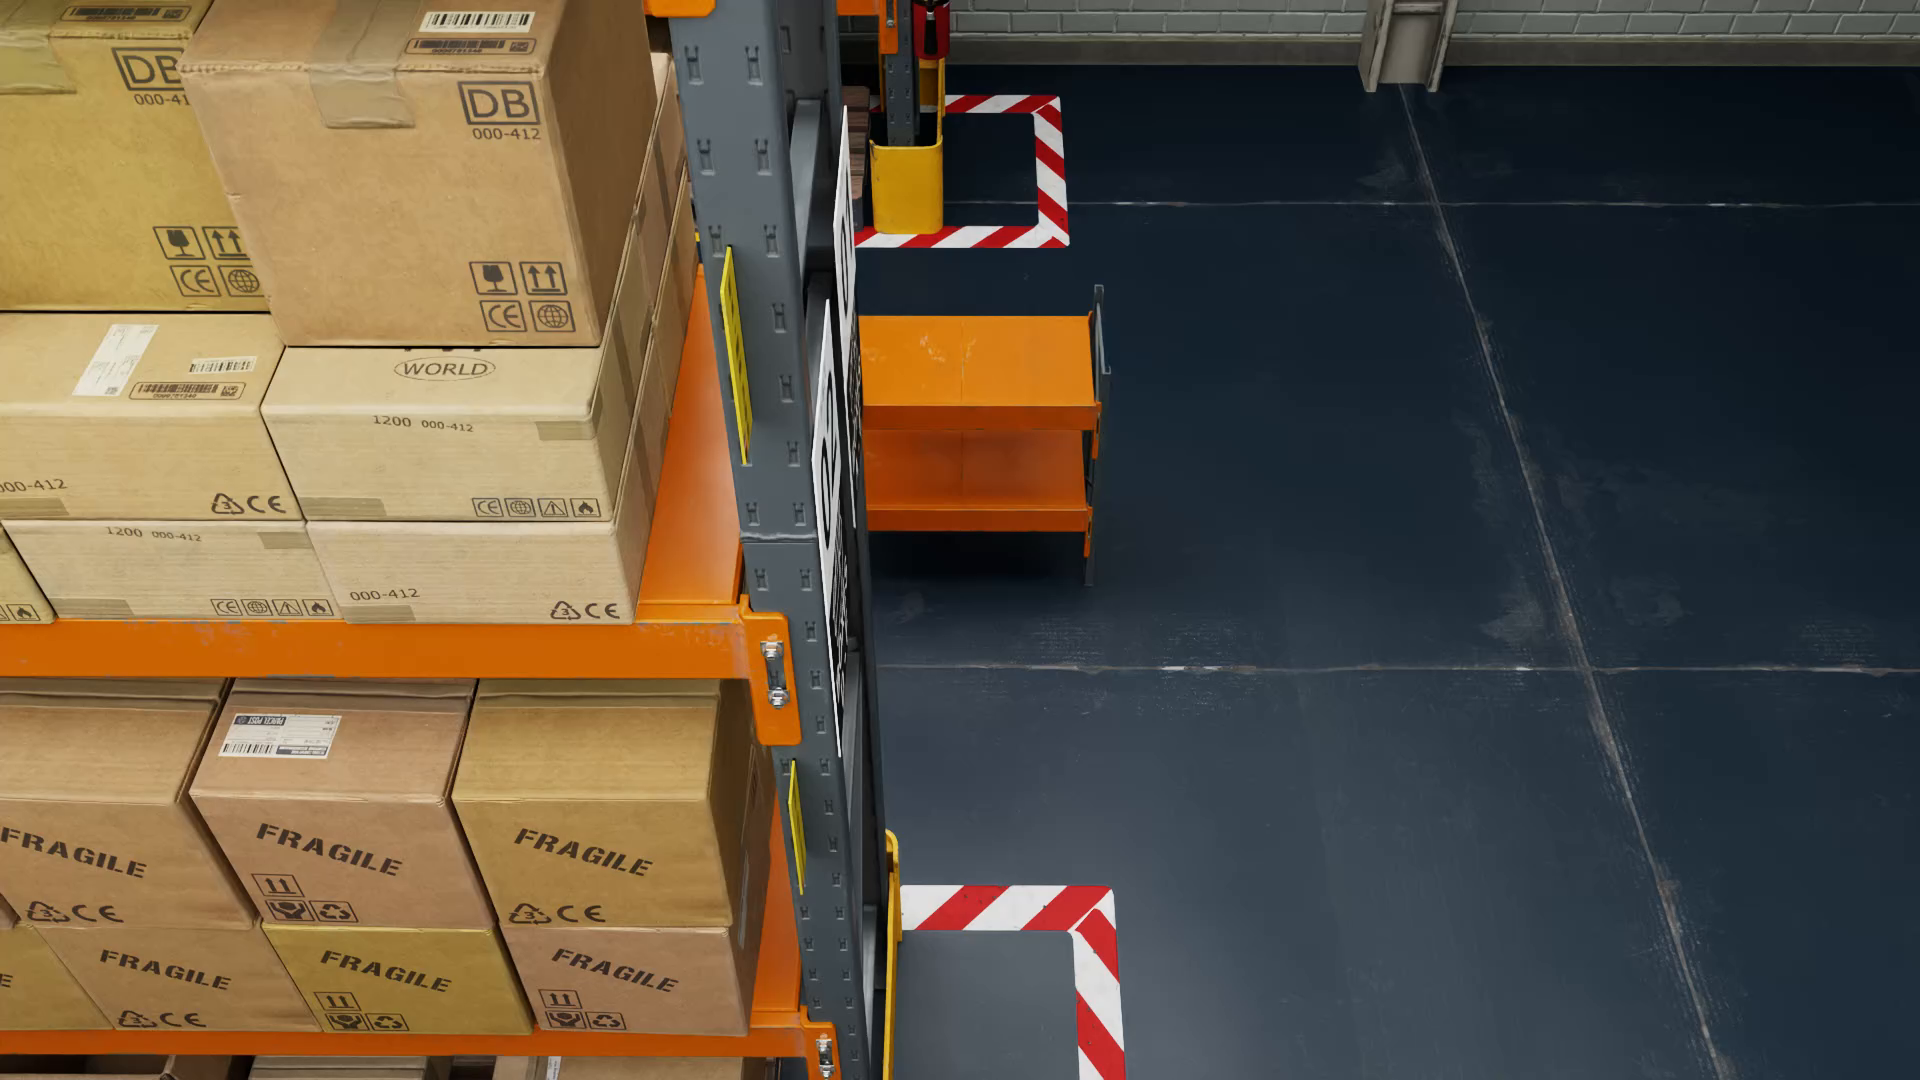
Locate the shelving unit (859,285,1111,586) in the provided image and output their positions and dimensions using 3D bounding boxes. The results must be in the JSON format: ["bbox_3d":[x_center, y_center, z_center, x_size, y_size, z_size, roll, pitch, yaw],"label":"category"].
[{"bbox_3d":[0.007,-0.383,6.419,1.048,1.125,0.538,0,47,0],"label":"shelving unit"}]

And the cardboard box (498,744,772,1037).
[{"bbox_3d":[-0.744,0.825,3.945,0.500,0.500,0.500,1,47,1],"label":"cardboard box"}]

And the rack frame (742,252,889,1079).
[{"bbox_3d":[-0.295,0.661,4.166,0.127,3.000,1.000,0,47,0],"label":"rack frame"}]

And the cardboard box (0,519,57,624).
[{"bbox_3d":[-1.809,-0.119,2.946,0.500,0.250,0.500,0,47,0],"label":"cardboard box"}]

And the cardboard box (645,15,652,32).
[{"bbox_3d":[-1.611,-2.554,8.136,0.250,0.149,0.380,1,47,0],"label":"cardboard box"}]

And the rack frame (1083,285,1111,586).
[{"bbox_3d":[0.515,-0.382,6.418,0.032,1.125,0.500,0,47,0],"label":"rack frame"}]

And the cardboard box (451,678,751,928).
[{"bbox_3d":[-0.741,0.486,3.577,0.500,0.500,0.500,0,47,0],"label":"cardboard box"}]

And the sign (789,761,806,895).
[{"bbox_3d":[-0.317,0.565,3.249,0.005,0.325,0.100,0,47,0],"label":"sign"}]

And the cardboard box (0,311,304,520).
[{"bbox_3d":[-1.309,-0.296,2.769,0.500,0.250,0.500,0,47,0],"label":"cardboard box"}]

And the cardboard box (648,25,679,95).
[{"bbox_3d":[-1.365,-2.273,7.875,0.250,0.149,0.380,1,47,1],"label":"cardboard box"}]

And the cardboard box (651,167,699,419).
[{"bbox_3d":[-0.807,-0.497,3.298,0.500,0.250,0.500,0,47,0],"label":"cardboard box"}]

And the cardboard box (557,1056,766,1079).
[{"bbox_3d":[-0.839,1.542,4.754,0.500,0.500,0.500,0,47,0],"label":"cardboard box"}]

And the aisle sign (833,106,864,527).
[{"bbox_3d":[-0.225,-0.439,3.415,0.004,0.787,0.394,0,47,0],"label":"aisle sign"}]

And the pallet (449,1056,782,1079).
[{"bbox_3d":[-1.168,1.610,5.189,1.213,0.211,1.003,0,47,0],"label":"pallet"}]

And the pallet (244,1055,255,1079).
[{"bbox_3d":[-2.385,1.604,5.194,1.213,0.211,1.003,0,47,0],"label":"pallet"}]

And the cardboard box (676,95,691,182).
[{"bbox_3d":[-1.481,-2.186,8.237,0.500,0.500,0.700,0,47,0],"label":"cardboard box"}]

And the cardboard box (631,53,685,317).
[{"bbox_3d":[-0.807,-0.672,3.119,0.500,0.250,0.500,0,47,0],"label":"cardboard box"}]

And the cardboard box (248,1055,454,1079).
[{"bbox_3d":[-1.789,1.602,4.868,0.500,0.250,0.500,0,47,0],"label":"cardboard box"}]

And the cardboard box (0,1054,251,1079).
[{"bbox_3d":[-2.416,1.352,4.928,0.637,0.503,0.797,0,47,0],"label":"cardboard box"}]

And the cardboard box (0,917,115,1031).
[{"bbox_3d":[-2.265,0.819,3.951,0.500,0.500,0.500,0,47,0],"label":"cardboard box"}]

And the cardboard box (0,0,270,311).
[{"bbox_3d":[-1.308,-0.788,2.715,0.500,0.500,0.700,0,47,0],"label":"cardboard box"}]

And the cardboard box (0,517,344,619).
[{"bbox_3d":[-1.309,-0.128,2.954,0.500,0.250,0.500,0,47,0],"label":"cardboard box"}]

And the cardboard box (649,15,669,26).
[{"bbox_3d":[-1.361,-2.553,8.135,0.250,0.149,0.380,0,47,0],"label":"cardboard box"}]

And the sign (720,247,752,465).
[{"bbox_3d":[-0.317,-0.256,2.366,0.005,0.325,0.100,0,47,0],"label":"sign"}]

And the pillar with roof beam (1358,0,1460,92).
[{"bbox_3d":[2.407,-2.484,2.995,0.400,9.000,9.100,0,47,0],"label":"pillar with roof beam"}]

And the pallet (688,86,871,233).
[{"bbox_3d":[-1.080,-1.960,8.511,1.213,0.211,1.003,0,47,0],"label":"pallet"}]

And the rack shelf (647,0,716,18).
[{"bbox_3d":[-2.295,-1.142,2.240,4.000,0.370,1.077,0,47,0],"label":"rack shelf"}]

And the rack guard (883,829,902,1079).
[{"bbox_3d":[-0.371,1.513,5.081,0.348,0.500,1.175,0,47,0],"label":"rack guard"}]

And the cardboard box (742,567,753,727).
[{"bbox_3d":[-0.737,0.092,3.944,0.500,0.500,0.500,1,47,1],"label":"cardboard box"}]

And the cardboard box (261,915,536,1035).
[{"bbox_3d":[-1.262,0.826,3.944,0.500,0.500,0.500,1,47,0],"label":"cardboard box"}]

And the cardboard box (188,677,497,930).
[{"bbox_3d":[-1.246,0.486,3.578,0.500,0.500,0.500,1,47,1],"label":"cardboard box"}]

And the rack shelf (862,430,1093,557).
[{"bbox_3d":[0.007,-0.217,6.598,1.000,0.278,0.538,0,47,0],"label":"rack shelf"}]

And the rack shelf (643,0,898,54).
[{"bbox_3d":[-2.280,-2.725,7.810,4.000,0.370,1.077,0,47,0],"label":"rack shelf"}]

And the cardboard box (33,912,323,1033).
[{"bbox_3d":[-1.761,0.821,3.949,0.500,0.500,0.500,0,47,0],"label":"cardboard box"}]

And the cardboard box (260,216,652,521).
[{"bbox_3d":[-0.809,-0.295,2.768,0.500,0.250,0.500,0,47,0],"label":"cardboard box"}]

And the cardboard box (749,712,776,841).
[{"bbox_3d":[-0.737,0.433,4.310,0.500,0.500,0.500,1,47,1],"label":"cardboard box"}]

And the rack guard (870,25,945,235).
[{"bbox_3d":[-0.256,-2.113,8.456,0.348,0.500,1.175,0,47,0],"label":"rack guard"}]

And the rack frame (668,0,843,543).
[{"bbox_3d":[-0.295,-1.383,1.970,0.127,3.000,1.000,0,47,0],"label":"rack frame"}]

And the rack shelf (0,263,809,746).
[{"bbox_3d":[-2.295,-0.121,3.337,4.000,0.370,1.077,0,47,0],"label":"rack shelf"}]

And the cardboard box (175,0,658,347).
[{"bbox_3d":[-0.808,-0.725,2.656,0.500,0.500,0.700,0,47,0],"label":"cardboard box"}]

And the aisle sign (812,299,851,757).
[{"bbox_3d":[-0.228,0.000,3.006,0.004,0.787,0.394,0,47,0],"label":"aisle sign"}]

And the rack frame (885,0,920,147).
[{"bbox_3d":[-0.280,-2.965,7.541,0.127,3.000,1.000,0,47,0],"label":"rack frame"}]

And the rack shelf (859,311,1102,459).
[{"bbox_3d":[0.007,-0.583,6.205,1.000,0.278,0.538,0,47,0],"label":"rack shelf"}]

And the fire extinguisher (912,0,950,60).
[{"bbox_3d":[-0.131,-2.473,7.391,0.183,0.674,0.296,0,47,0],"label":"fire extinguisher"}]

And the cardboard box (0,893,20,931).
[{"bbox_3d":[-2.278,0.486,3.578,0.500,0.500,0.500,1,47,1],"label":"cardboard box"}]

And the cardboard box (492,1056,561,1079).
[{"bbox_3d":[-1.244,1.588,4.938,0.250,0.166,0.380,0,47,0],"label":"cardboard box"}]

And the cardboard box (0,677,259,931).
[{"bbox_3d":[-1.764,0.488,3.576,0.500,0.500,0.500,1,47,1],"label":"cardboard box"}]

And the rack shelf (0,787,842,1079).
[{"bbox_3d":[-2.295,0.901,4.435,4.000,0.370,1.077,0,47,0],"label":"rack shelf"}]

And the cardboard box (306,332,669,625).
[{"bbox_3d":[-0.809,-0.118,2.945,0.500,0.250,0.500,0,47,0],"label":"cardboard box"}]
